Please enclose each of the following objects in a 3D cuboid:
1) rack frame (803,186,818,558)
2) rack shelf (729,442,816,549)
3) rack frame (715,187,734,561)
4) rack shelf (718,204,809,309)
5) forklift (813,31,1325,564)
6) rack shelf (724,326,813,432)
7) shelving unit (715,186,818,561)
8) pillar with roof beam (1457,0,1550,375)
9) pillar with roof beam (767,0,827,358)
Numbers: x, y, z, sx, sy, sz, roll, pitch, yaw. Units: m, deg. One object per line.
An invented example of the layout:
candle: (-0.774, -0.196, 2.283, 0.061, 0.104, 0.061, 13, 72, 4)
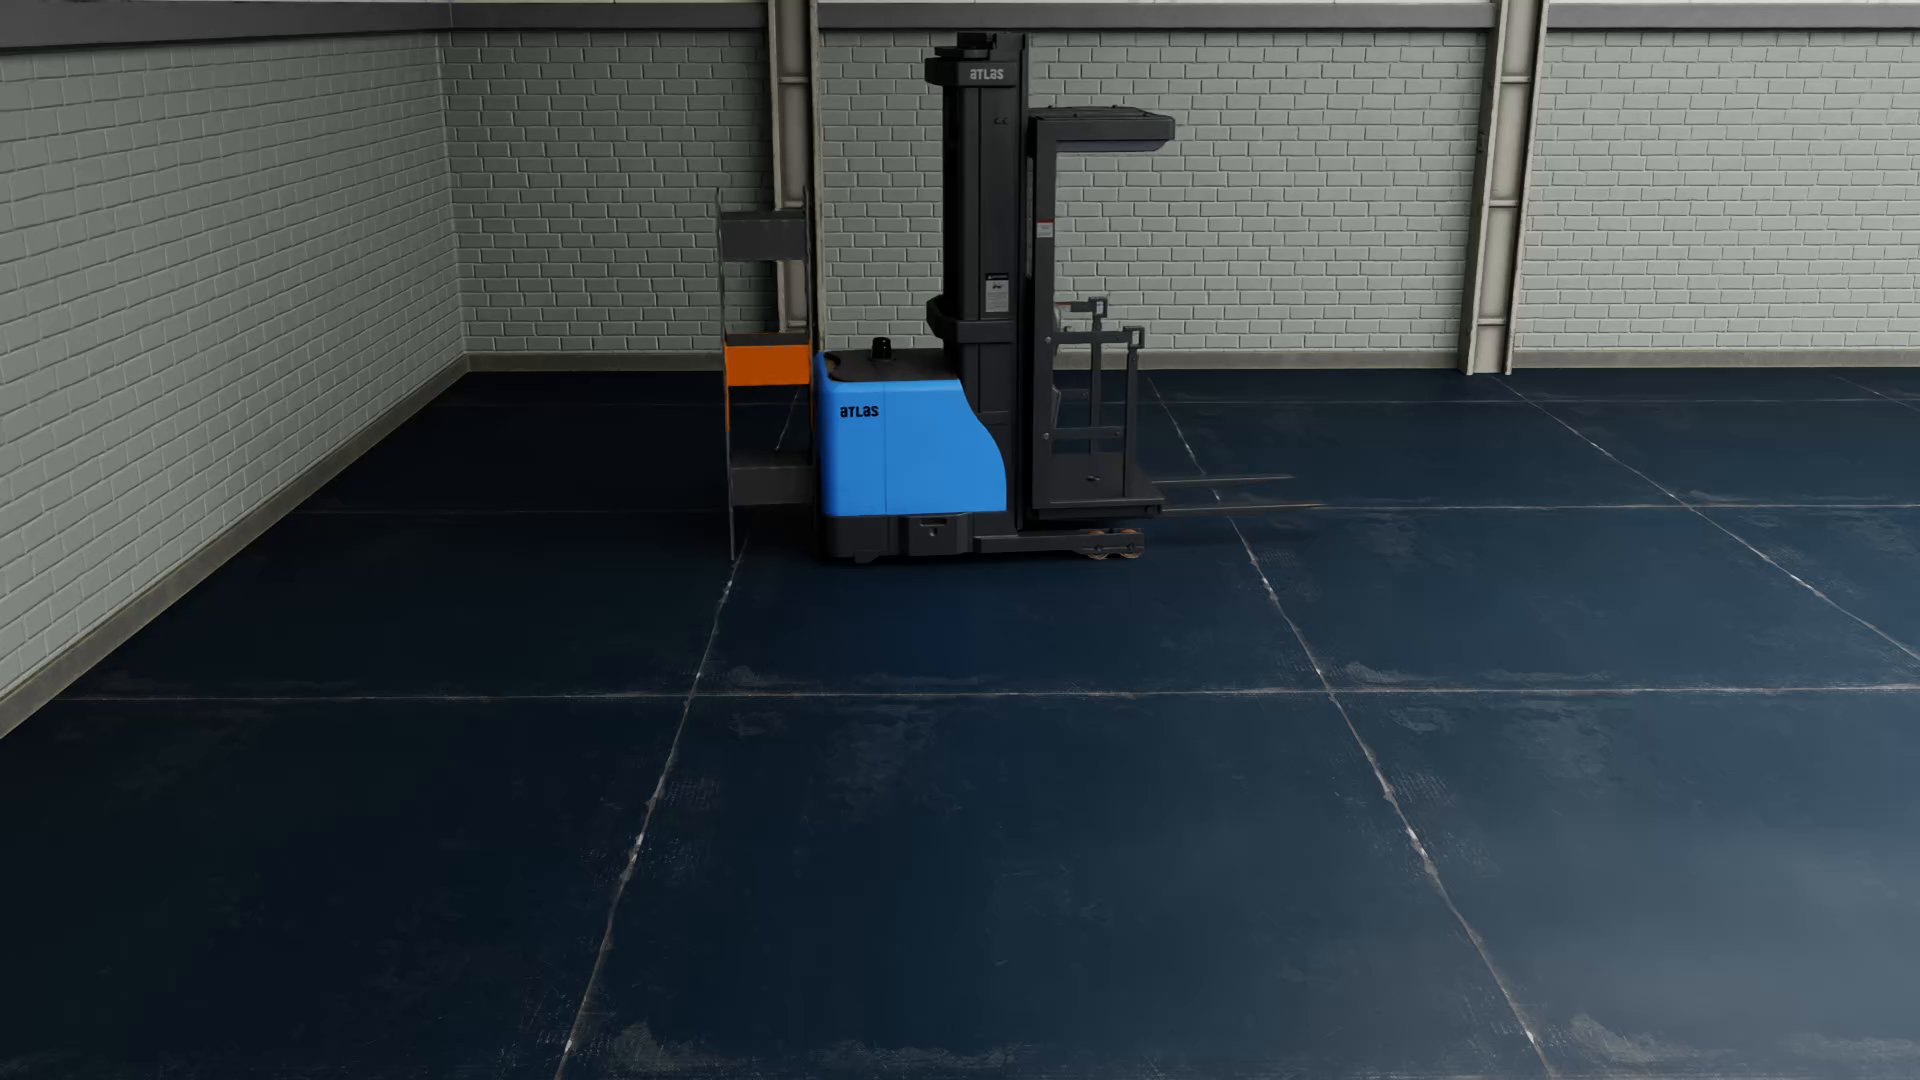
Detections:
rack frame: (-0.861, -0.955, 9.587, 0.015, 2.100, 0.400, -2, 18, -7)
rack shelf: (-1.103, -0.266, 9.776, 0.480, 0.518, 0.431, -2, 18, -7)
rack frame: (-1.345, -0.936, 9.529, 0.015, 2.100, 0.400, -2, 18, -7)
rack shelf: (-1.103, -1.599, 9.348, 0.480, 0.518, 0.431, -2, 18, -7)
forklift: (0.650, -1.440, 9.738, 3.031, 2.935, 1.130, -2, 18, -7)
rack shelf: (-1.103, -0.933, 9.562, 0.480, 0.518, 0.431, -2, 18, -7)
shelving unit: (-1.103, -0.946, 9.558, 0.503, 2.100, 0.431, -2, 18, -7)
pillar with roof beam: (4.697, -4.465, 9.234, 0.400, 9.000, 9.100, 0, 18, -1)
pillar with roof beam: (-1.302, -4.436, 9.144, 0.400, 9.000, 9.100, 0, 18, -1)
